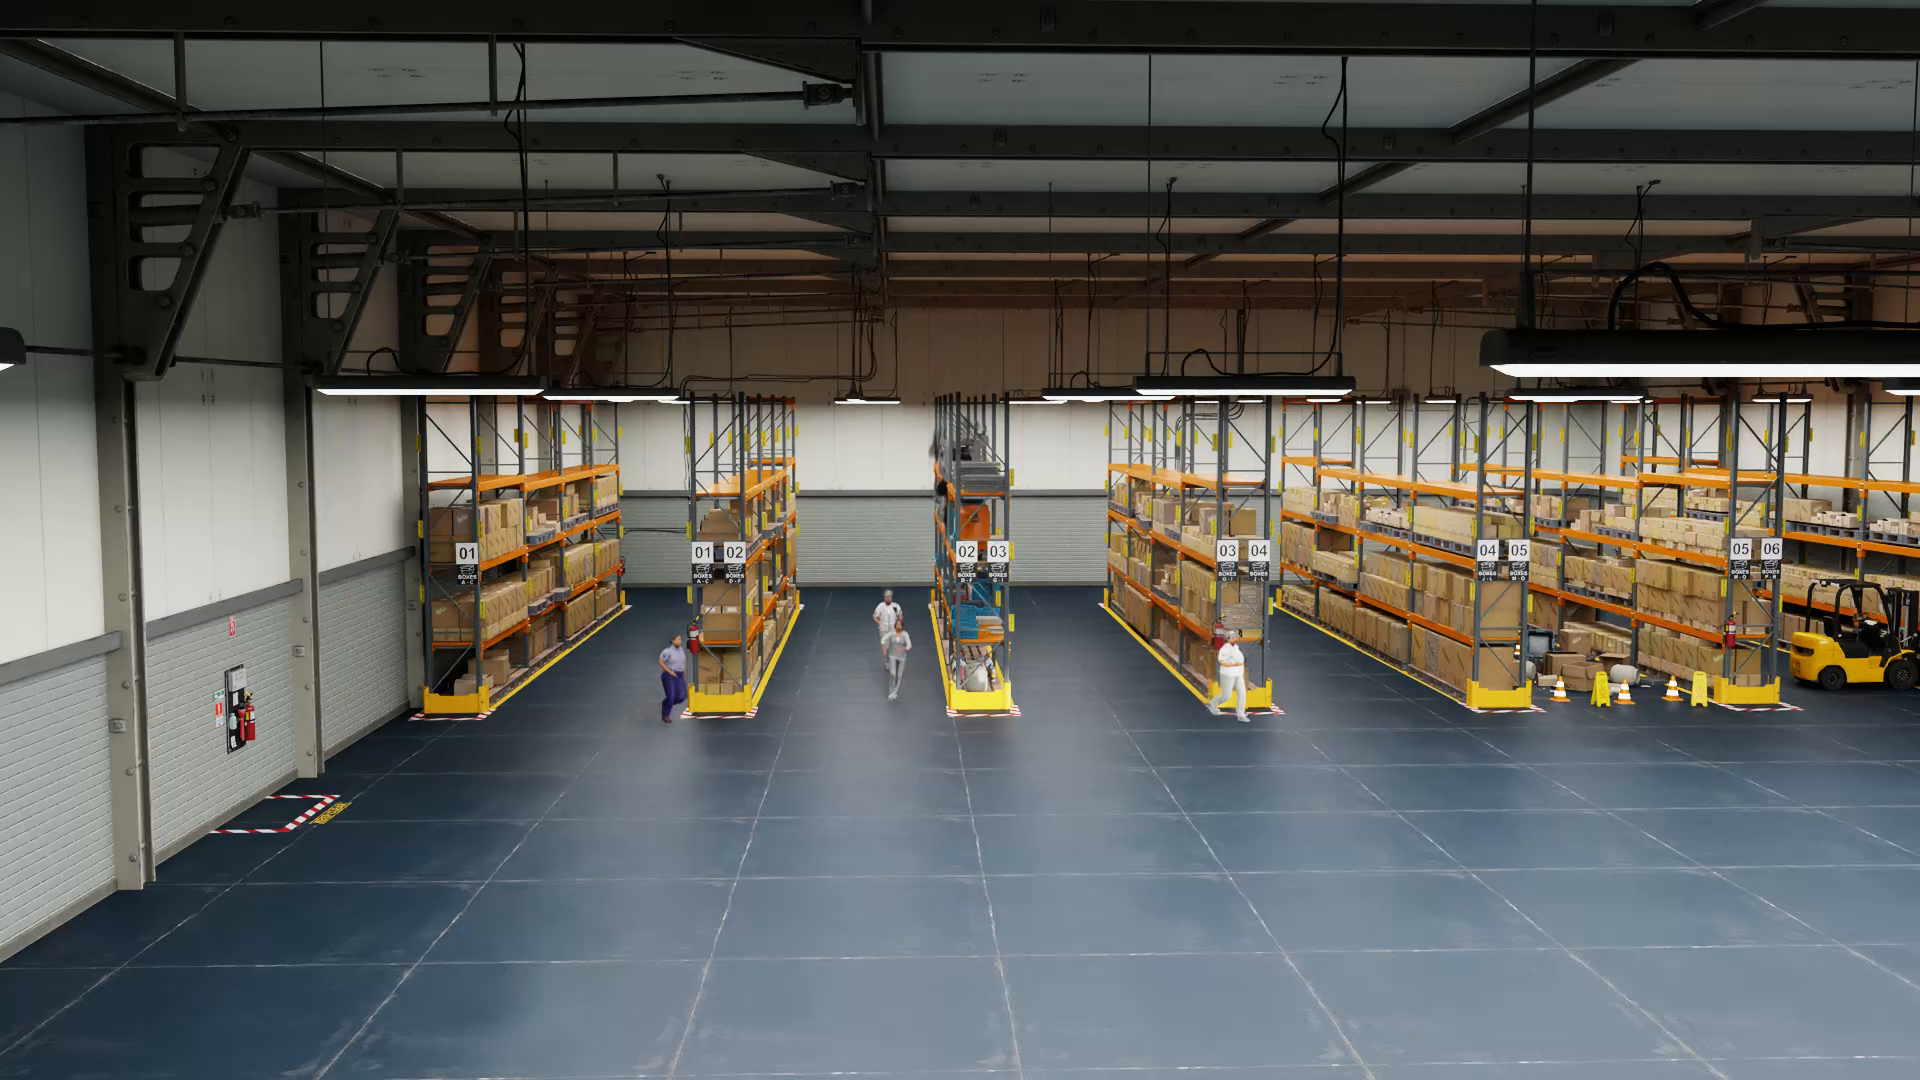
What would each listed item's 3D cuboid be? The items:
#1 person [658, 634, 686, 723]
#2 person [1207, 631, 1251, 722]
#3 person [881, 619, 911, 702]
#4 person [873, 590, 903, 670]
[{"bbox_3d":[-5.226,2.509,30.387,0.534,1.590,0.696,4,6,39],"label":"person"},{"bbox_3d":[4.933,2.470,30.299,0.618,1.639,0.878,-4,6,-40],"label":"person"},{"bbox_3d":[-1.231,2.345,32.423,0.547,1.616,0.615,-1,5,-12],"label":"person"},{"bbox_3d":[-1.556,1.951,36.241,0.659,1.732,0.622,-1,5,-9],"label":"person"}]
